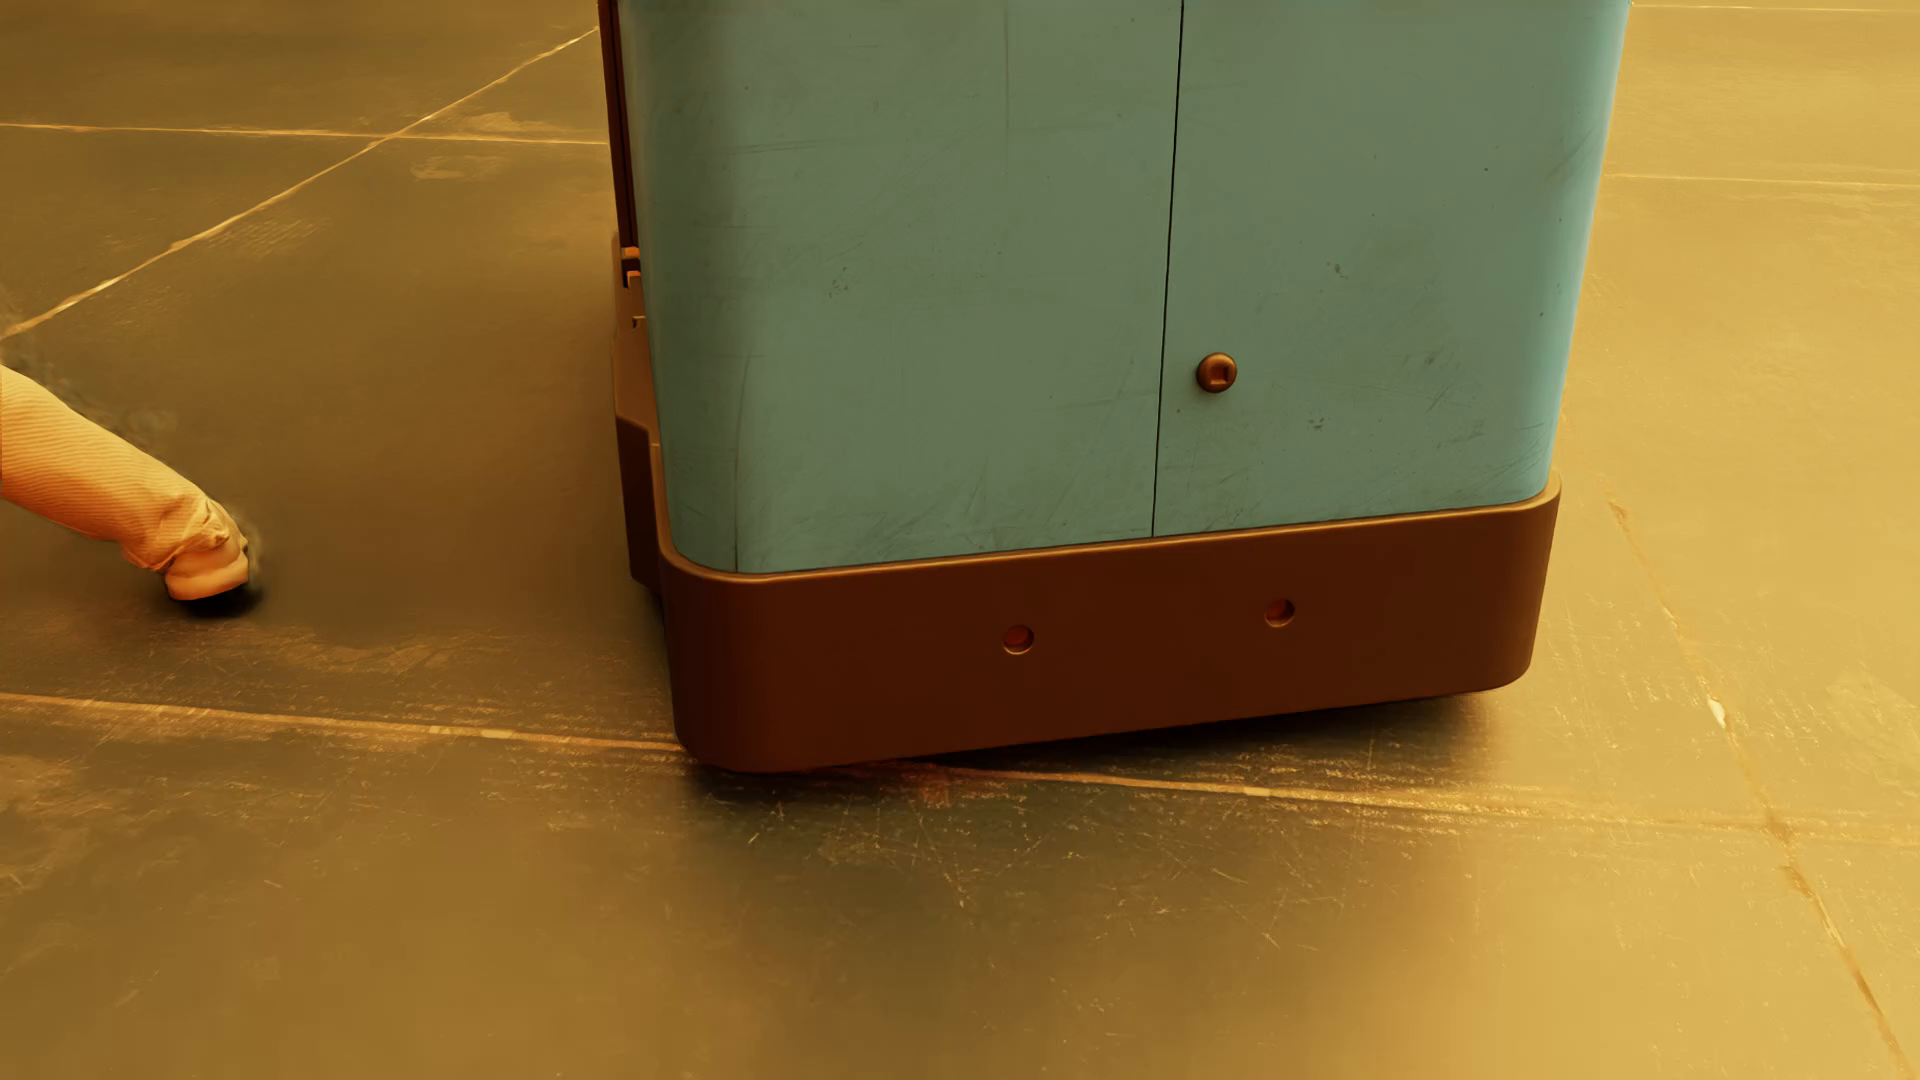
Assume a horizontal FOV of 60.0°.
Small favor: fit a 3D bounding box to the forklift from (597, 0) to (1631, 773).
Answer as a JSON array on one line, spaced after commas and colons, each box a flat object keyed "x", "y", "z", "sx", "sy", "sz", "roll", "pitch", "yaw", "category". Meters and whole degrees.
[{"x": -0.095, "y": -1.691, "z": 2.607, "sx": 1.130, "sy": 2.935, "sz": 3.031, "roll": -5, "pitch": 27, "yaw": -10, "category": "forklift"}]

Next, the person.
[{"x": -1.503, "y": -0.626, "z": 2.048, "sx": 1.039, "sy": 1.512, "sz": 0.919, "roll": -22, "pitch": 34, "yaw": -37, "category": "person"}]
